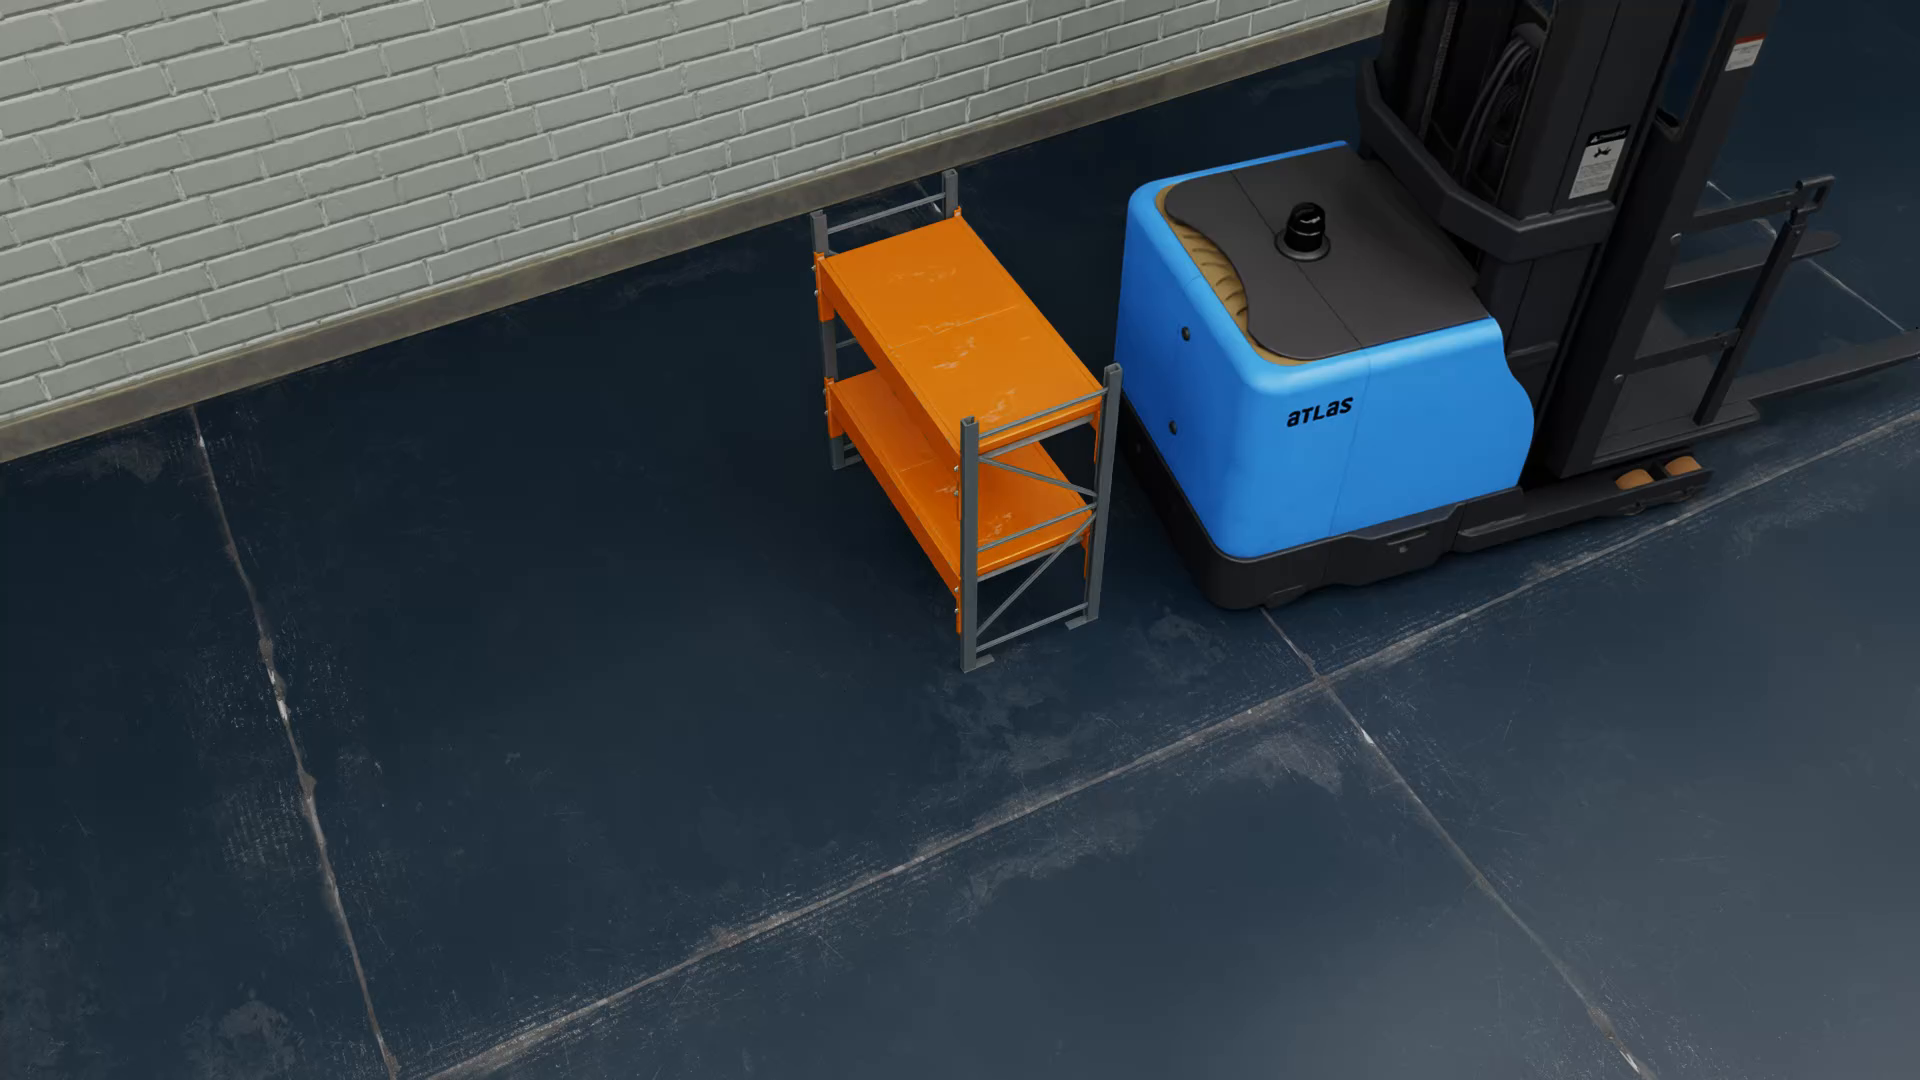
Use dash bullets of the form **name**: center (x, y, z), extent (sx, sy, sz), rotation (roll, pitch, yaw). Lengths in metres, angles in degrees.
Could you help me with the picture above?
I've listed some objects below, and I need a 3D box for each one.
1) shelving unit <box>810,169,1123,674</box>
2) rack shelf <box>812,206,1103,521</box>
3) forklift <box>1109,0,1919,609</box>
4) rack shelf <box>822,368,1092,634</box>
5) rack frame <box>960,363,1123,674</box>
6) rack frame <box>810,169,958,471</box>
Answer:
- **shelving unit**: center (-0.003, -0.375, 5.331), extent (0.538, 1.125, 1.048), rotation (-21, 52, -18)
- **rack shelf**: center (-0.003, -0.568, 5.110), extent (0.538, 0.278, 1.000), rotation (-21, 52, -18)
- **forklift**: center (2.098, -1.414, 5.039), extent (3.031, 2.935, 1.130), rotation (-15, 50, -12)
- **rack shelf**: center (-0.003, -0.214, 5.515), extent (0.538, 0.278, 1.000), rotation (-21, 52, -18)
- **rack frame**: center (0.230, -0.035, 5.033), extent (0.500, 1.125, 0.032), rotation (-21, 52, -18)
- **rack frame**: center (-0.236, -0.715, 5.628), extent (0.500, 1.125, 0.032), rotation (-21, 52, -18)
